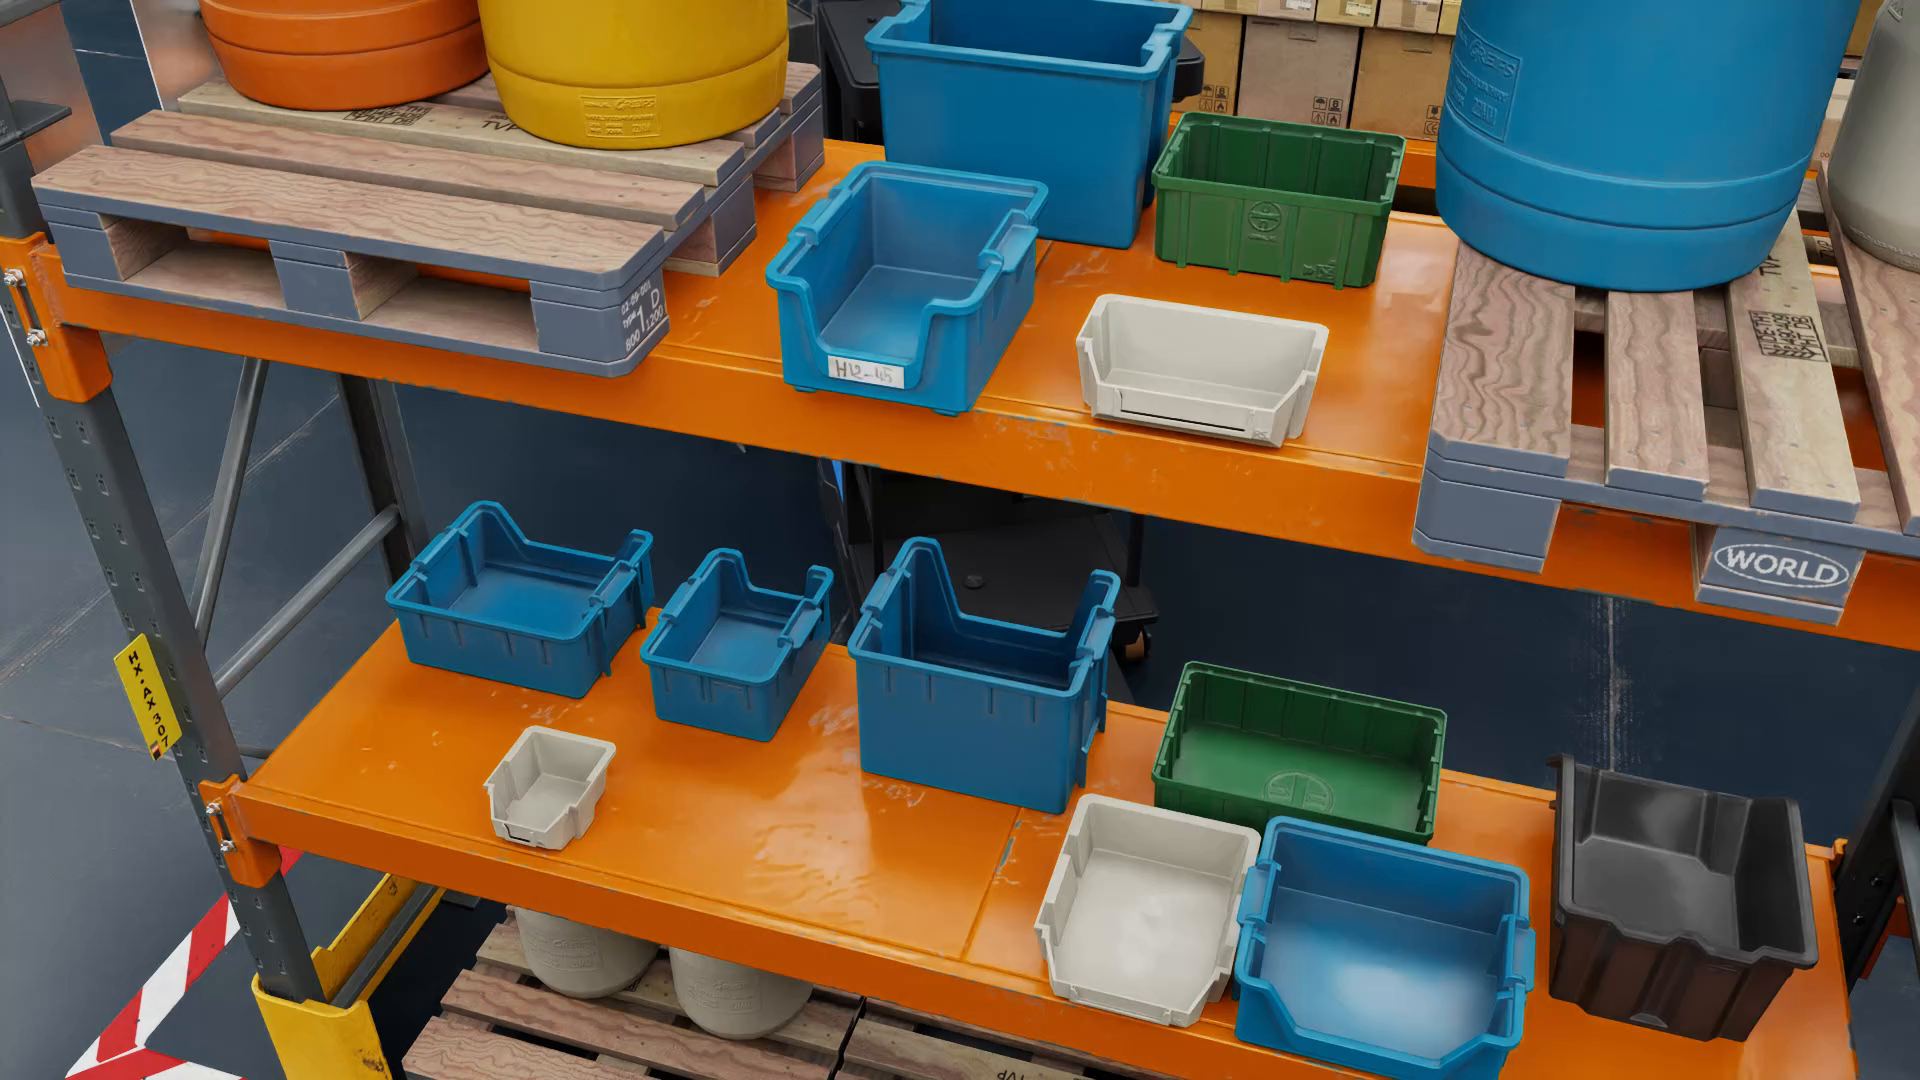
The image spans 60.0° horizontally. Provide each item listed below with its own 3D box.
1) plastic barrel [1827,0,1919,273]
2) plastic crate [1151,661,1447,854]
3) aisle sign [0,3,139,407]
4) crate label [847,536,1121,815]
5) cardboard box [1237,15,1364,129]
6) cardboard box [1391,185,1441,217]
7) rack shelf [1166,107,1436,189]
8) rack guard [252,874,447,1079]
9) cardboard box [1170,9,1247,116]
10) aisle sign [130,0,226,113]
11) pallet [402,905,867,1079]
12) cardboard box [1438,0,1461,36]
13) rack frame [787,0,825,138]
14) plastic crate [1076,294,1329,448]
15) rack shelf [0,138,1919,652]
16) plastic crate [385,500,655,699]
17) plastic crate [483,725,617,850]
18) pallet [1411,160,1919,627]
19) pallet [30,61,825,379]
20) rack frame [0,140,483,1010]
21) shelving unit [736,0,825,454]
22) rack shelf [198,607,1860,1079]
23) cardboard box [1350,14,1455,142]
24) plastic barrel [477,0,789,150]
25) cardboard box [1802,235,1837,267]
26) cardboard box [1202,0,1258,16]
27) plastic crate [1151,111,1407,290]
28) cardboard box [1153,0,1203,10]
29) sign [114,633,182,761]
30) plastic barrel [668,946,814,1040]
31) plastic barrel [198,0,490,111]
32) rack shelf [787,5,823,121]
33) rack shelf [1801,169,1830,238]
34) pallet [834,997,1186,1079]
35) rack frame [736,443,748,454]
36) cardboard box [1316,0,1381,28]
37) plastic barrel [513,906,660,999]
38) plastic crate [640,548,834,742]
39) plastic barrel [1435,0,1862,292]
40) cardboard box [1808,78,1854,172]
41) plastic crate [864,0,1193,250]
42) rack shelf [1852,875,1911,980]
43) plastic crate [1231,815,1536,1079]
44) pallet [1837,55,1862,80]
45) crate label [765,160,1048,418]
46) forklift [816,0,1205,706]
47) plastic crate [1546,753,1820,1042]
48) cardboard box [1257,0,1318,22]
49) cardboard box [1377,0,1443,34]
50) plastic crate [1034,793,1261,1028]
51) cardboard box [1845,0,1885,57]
[{"bbox_3d":[1.696,-0.724,2.724,0.421,0.512,0.421,0,36,0],"label":"plastic barrel"},{"bbox_3d":[0.837,0.571,4.122,0.662,0.188,0.450,10,38,14],"label":"plastic crate"},{"bbox_3d":[-1.925,-0.715,3.498,0.004,0.787,0.394,10,38,14],"label":"aisle sign"},{"bbox_3d":[0.068,0.337,4.232,0.616,0.435,0.502,10,38,14],"label":"crate label"},{"bbox_3d":[1.631,-2.302,7.762,0.500,0.500,0.700,12,38,15],"label":"cardboard box"},{"bbox_3d":[2.069,-1.420,7.981,0.500,0.500,0.500,10,38,14],"label":"cardboard box"},{"bbox_3d":[1.620,-1.980,8.017,4.000,0.370,1.077,10,38,14],"label":"rack shelf"},{"bbox_3d":[-1.683,1.172,5.236,0.348,0.500,1.175,10,38,14],"label":"rack guard"},{"bbox_3d":[1.128,-2.393,7.886,0.500,0.500,0.700,11,38,14],"label":"cardboard box"},{"bbox_3d":[-1.750,-1.049,3.952,0.004,0.787,0.394,10,38,14],"label":"aisle sign"},{"bbox_3d":[-0.909,1.435,5.122,1.213,0.211,1.003,10,38,14],"label":"pallet"},{"bbox_3d":[2.235,-2.326,7.248,0.250,0.149,0.380,10,38,14],"label":"cardboard box"},{"bbox_3d":[-0.694,-1.505,7.523,0.015,2.100,0.400,-20,41,-26],"label":"rack frame"},{"bbox_3d":[0.396,-0.271,2.780,0.396,0.136,0.243,10,38,14],"label":"plastic crate"},{"bbox_3d":[0.140,-0.386,3.321,4.000,0.370,1.077,10,38,14],"label":"rack shelf"},{"bbox_3d":[-1.202,0.158,4.631,0.616,0.251,0.499,10,38,14],"label":"plastic crate"},{"bbox_3d":[-1.011,0.625,4.093,0.250,0.136,0.298,10,38,14],"label":"plastic crate"},{"bbox_3d":[1.331,-0.319,2.781,1.003,0.211,1.213,10,38,14],"label":"pallet"},{"bbox_3d":[-1.009,-0.752,3.370,1.213,0.211,1.003,10,38,14],"label":"pallet"},{"bbox_3d":[-1.769,0.179,4.477,0.127,3.000,1.000,10,38,14],"label":"rack frame"},{"bbox_3d":[-0.900,-1.428,7.418,0.503,2.100,0.431,-20,41,-26],"label":"shelving unit"},{"bbox_3d":[0.140,0.822,4.210,4.000,0.370,1.077,10,38,14],"label":"rack shelf"},{"bbox_3d":[2.121,-2.212,7.640,0.500,0.500,0.700,11,38,15],"label":"cardboard box"},{"bbox_3d":[-0.643,-1.145,3.231,0.600,0.588,0.600,0,36,0],"label":"plastic barrel"},{"bbox_3d":[4.001,-1.295,7.971,0.500,0.311,0.500,10,38,14],"label":"cardboard box"},{"bbox_3d":[1.251,-2.507,7.494,0.250,0.149,0.380,10,38,13],"label":"cardboard box"},{"bbox_3d":[0.624,-0.670,3.278,0.450,0.188,0.336,10,38,14],"label":"plastic crate"},{"bbox_3d":[1.007,-2.552,7.555,0.250,0.149,0.380,9,37,12],"label":"cardboard box"},{"bbox_3d":[-1.938,0.378,3.973,0.005,0.325,0.100,10,38,14],"label":"sign"},{"bbox_3d":[-0.640,1.173,4.870,0.421,0.512,0.421,0,36,0],"label":"plastic barrel"},{"bbox_3d":[-1.268,-1.358,3.317,0.708,0.830,0.600,10,38,14],"label":"plastic barrel"},{"bbox_3d":[-0.899,-1.981,7.011,0.480,0.518,0.431,-20,41,-26],"label":"rack shelf"},{"bbox_3d":[5.438,-1.273,7.056,4.000,0.370,1.077,10,38,14],"label":"rack shelf"},{"bbox_3d":[0.252,1.652,4.828,1.213,0.211,1.003,10,38,14],"label":"pallet"},{"bbox_3d":[-1.106,-1.351,7.313,0.015,2.100,0.400,-20,41,-26],"label":"rack frame"},{"bbox_3d":[1.740,-2.415,7.369,0.250,0.149,0.380,12,38,15],"label":"cardboard box"},{"bbox_3d":[-1.118,1.085,4.990,0.421,0.512,0.421,0,36,0],"label":"plastic barrel"},{"bbox_3d":[-0.584,0.276,4.470,0.408,0.251,0.499,10,38,14],"label":"plastic crate"},{"bbox_3d":[1.131,-0.930,2.675,0.708,0.901,0.600,10,38,14],"label":"plastic barrel"},{"bbox_3d":[4.012,-1.794,7.283,0.500,0.250,0.500,13,38,17],"label":"cardboard box"},{"bbox_3d":[0.141,-0.856,3.366,0.575,0.384,0.392,10,38,14],"label":"plastic crate"},{"bbox_3d":[3.958,1.529,3.249,4.000,0.370,1.077,10,38,14],"label":"rack shelf"},{"bbox_3d":[0.911,0.904,3.617,0.616,0.251,0.499,10,38,14],"label":"plastic crate"},{"bbox_3d":[5.746,-3.460,11.773,1.213,0.211,1.003,10,38,14],"label":"pallet"},{"bbox_3d":[-0.081,-0.452,2.928,0.408,0.251,0.502,10,38,14],"label":"crate label"},{"bbox_3d":[0.127,-0.819,5.890,1.130,2.935,3.031,-7,37,-9],"label":"forklift"},{"bbox_3d":[1.587,0.746,3.758,0.504,0.338,0.767,10,38,14],"label":"plastic crate"},{"bbox_3d":[1.488,-2.461,7.432,0.250,0.149,0.380,11,38,14],"label":"cardboard box"},{"bbox_3d":[1.994,-2.370,7.308,0.250,0.149,0.380,12,38,15],"label":"cardboard box"},{"bbox_3d":[0.423,0.848,3.790,0.437,0.136,0.530,10,38,14],"label":"plastic crate"},{"bbox_3d":[6.218,-3.707,11.493,0.500,0.500,0.700,10,37,13],"label":"cardboard box"}]
